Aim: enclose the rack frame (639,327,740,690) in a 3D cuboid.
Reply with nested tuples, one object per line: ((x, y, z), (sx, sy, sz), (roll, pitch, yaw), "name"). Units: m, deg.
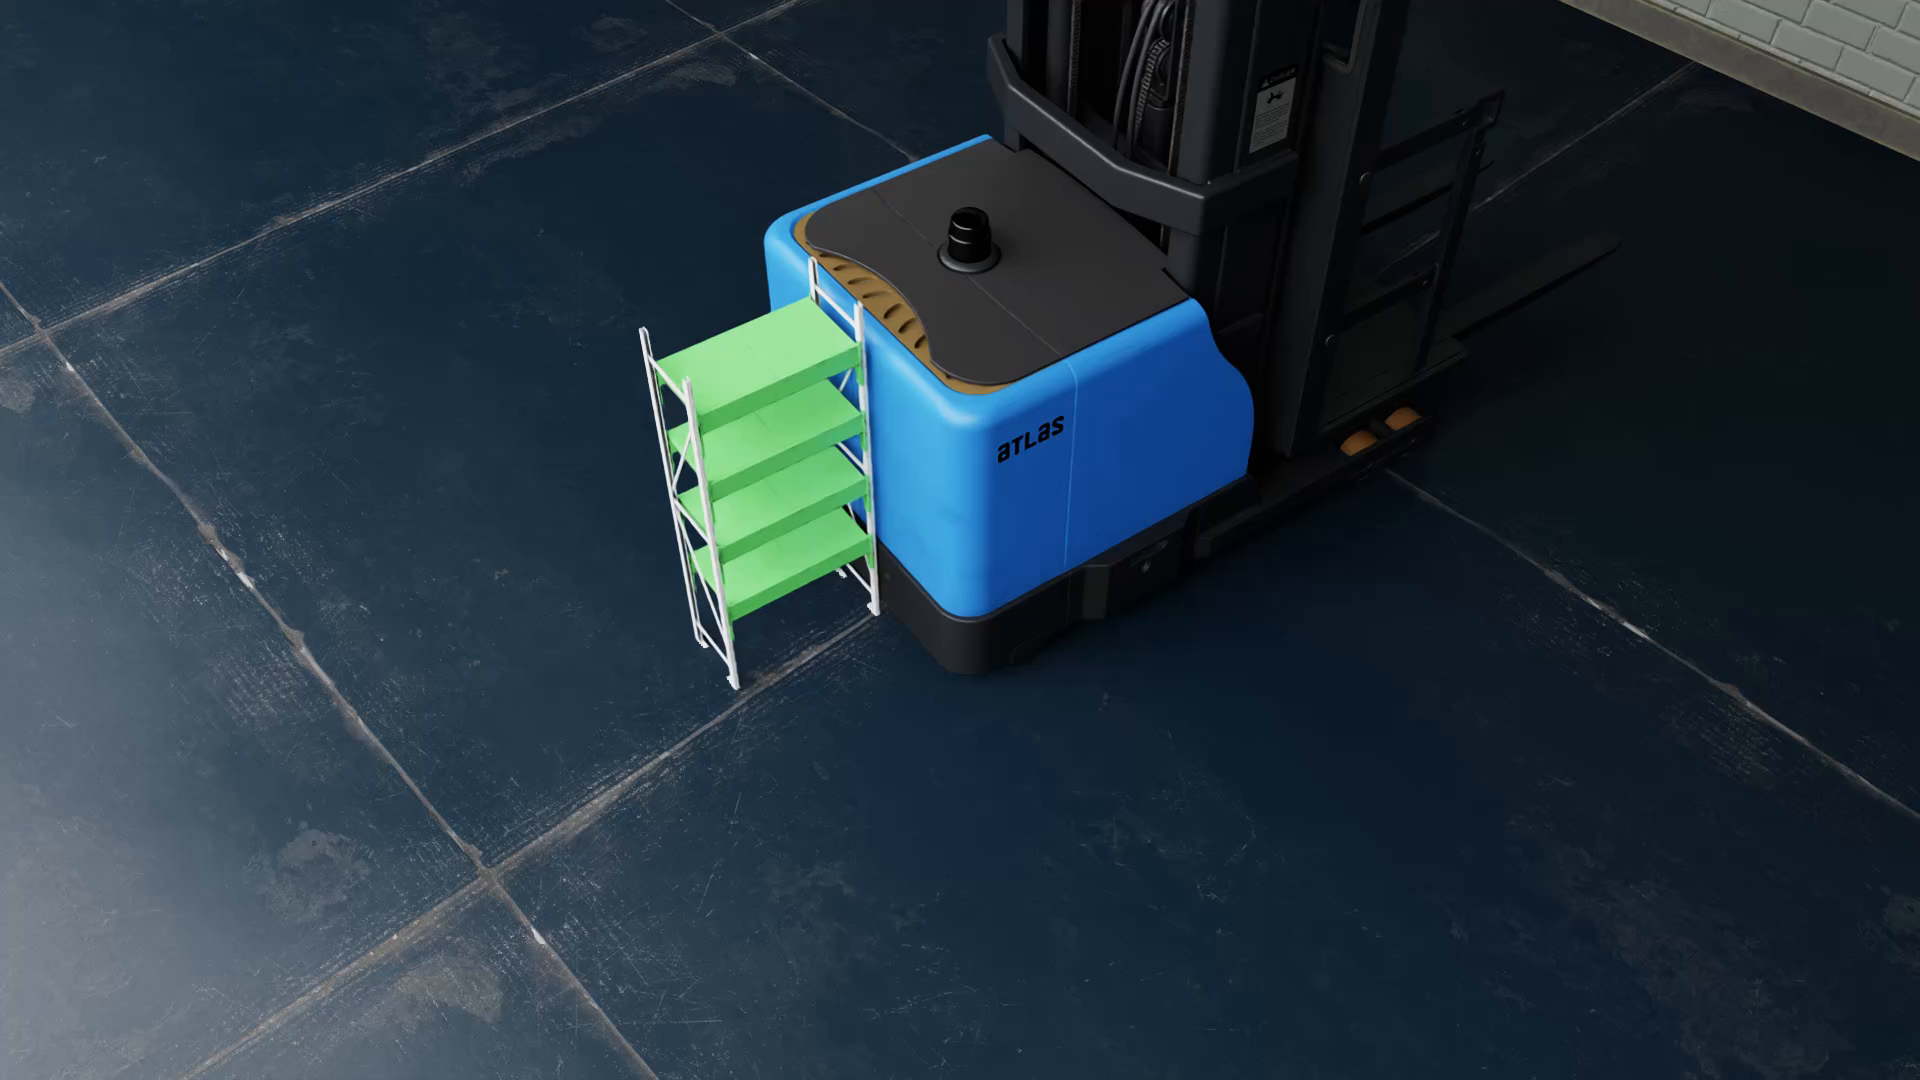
((-0.716, -0.043, 4.474), (0.015, 1.200, 0.240), (-27, 53, -23), "rack frame")

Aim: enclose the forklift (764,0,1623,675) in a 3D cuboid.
((0.939, -1.479, 4.620), (3.031, 2.935, 1.130), (-27, 53, -23), "forklift")

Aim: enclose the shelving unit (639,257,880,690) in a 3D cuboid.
((-0.517, -0.146, 4.569), (0.503, 1.200, 0.258), (-27, 53, -23), "shelving unit")

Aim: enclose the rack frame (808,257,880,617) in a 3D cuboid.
((-0.317, -0.249, 4.664), (0.015, 1.200, 0.240), (-27, 53, -23), "rack frame")

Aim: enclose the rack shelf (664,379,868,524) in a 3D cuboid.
((-0.517, -0.266, 4.439), (0.480, 0.148, 0.258), (-27, 53, -23), "rack shelf")

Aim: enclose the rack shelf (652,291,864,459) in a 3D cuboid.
((-0.517, -0.429, 4.263), (0.480, 0.148, 0.258), (-27, 53, -23), "rack shelf")

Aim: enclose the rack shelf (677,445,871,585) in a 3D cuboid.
((-0.517, -0.103, 4.616), (0.480, 0.148, 0.258), (-27, 53, -23), "rack shelf")

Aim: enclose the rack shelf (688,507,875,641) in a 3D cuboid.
((-0.517, 0.060, 4.792), (0.480, 0.148, 0.258), (-27, 53, -23), "rack shelf")
